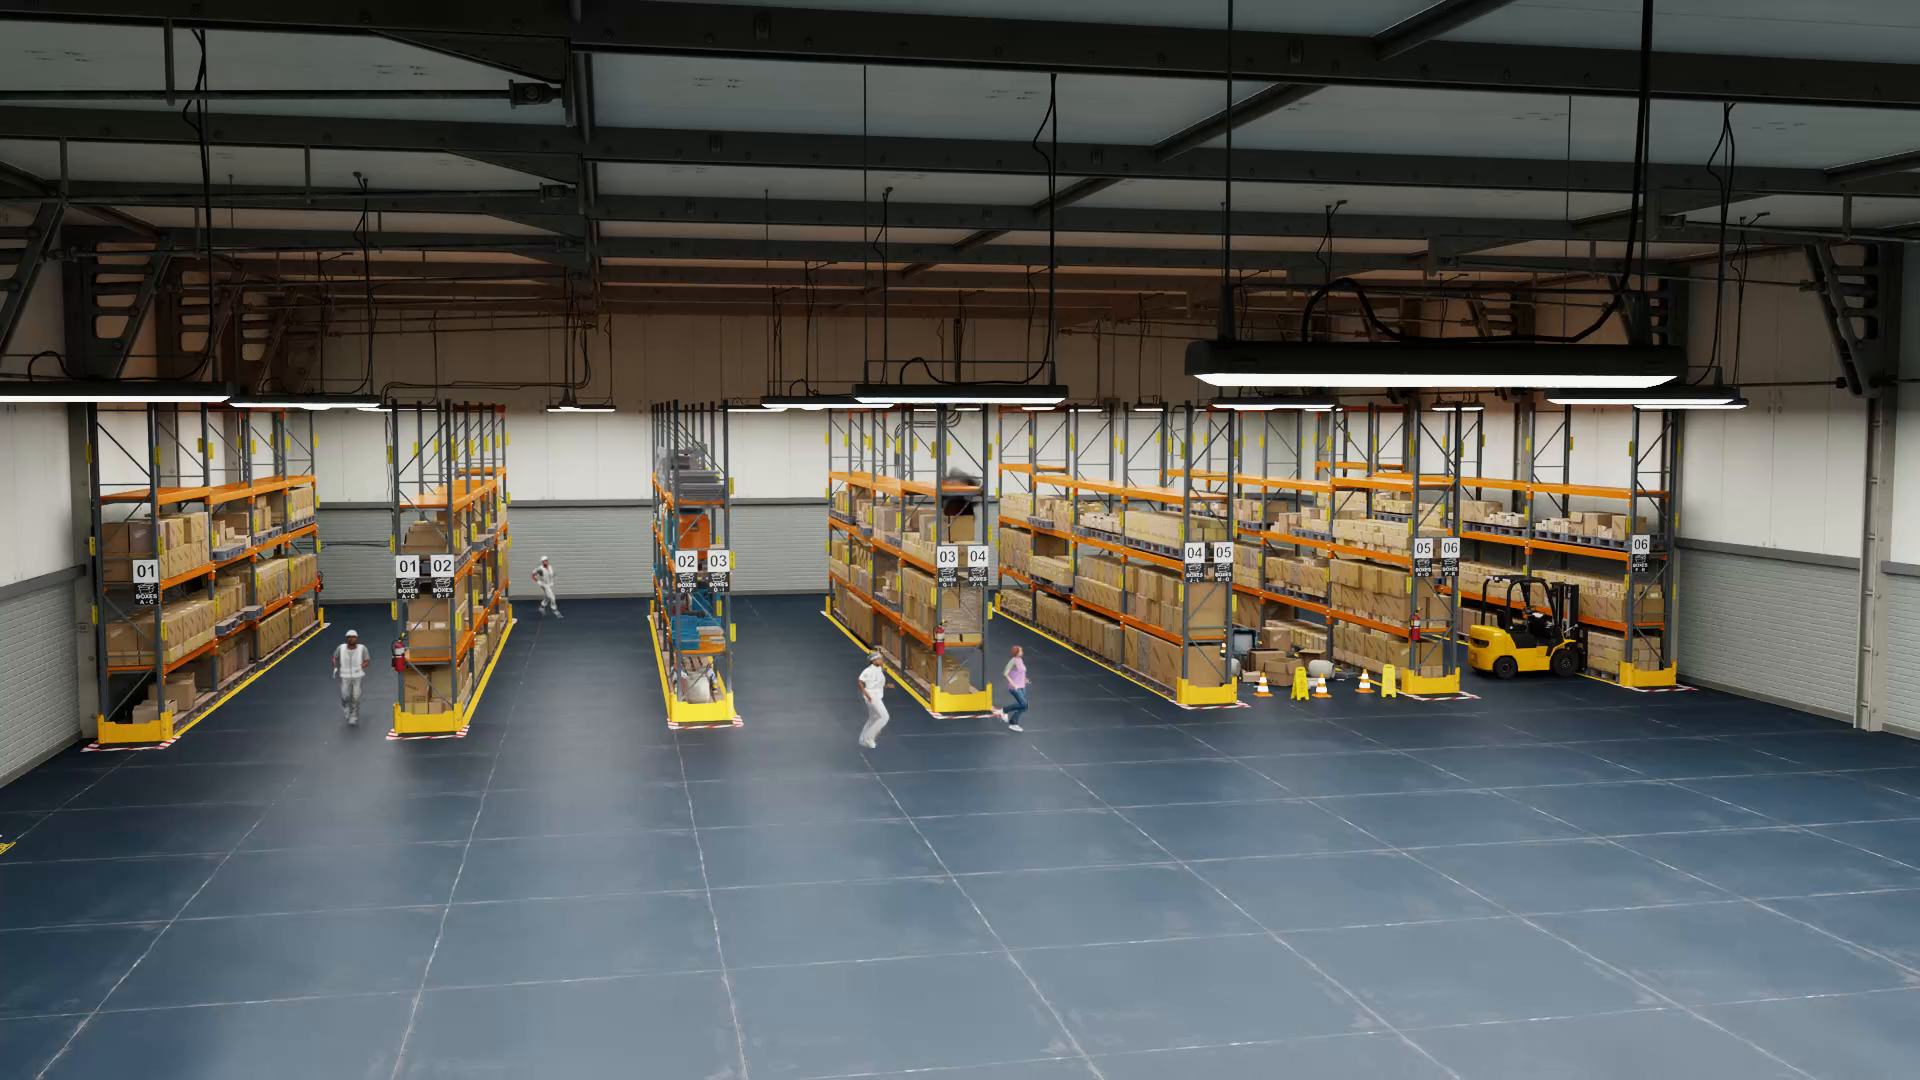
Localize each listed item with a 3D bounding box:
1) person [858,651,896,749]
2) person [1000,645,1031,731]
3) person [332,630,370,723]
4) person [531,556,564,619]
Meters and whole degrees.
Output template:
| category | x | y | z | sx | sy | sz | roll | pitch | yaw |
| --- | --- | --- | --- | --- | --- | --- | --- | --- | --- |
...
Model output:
| category | x | y | z | sx | sy | sz | roll | pitch | yaw |
| --- | --- | --- | --- | --- | --- | --- | --- | --- | --- |
| person | -1.432 | 2.734 | 28.581 | 0.645 | 1.691 | 0.553 | 1 | 4 | 14 |
| person | 1.013 | 2.687 | 30.199 | 0.547 | 1.563 | 0.549 | 2 | 5 | 26 |
| person | -11.237 | 2.538 | 30.707 | 0.671 | 1.744 | 0.596 | -1 | 5 | -18 |
| person | -11.608 | 1.325 | 46.586 | 0.895 | 1.778 | 0.661 | 2 | 5 | 22 |
